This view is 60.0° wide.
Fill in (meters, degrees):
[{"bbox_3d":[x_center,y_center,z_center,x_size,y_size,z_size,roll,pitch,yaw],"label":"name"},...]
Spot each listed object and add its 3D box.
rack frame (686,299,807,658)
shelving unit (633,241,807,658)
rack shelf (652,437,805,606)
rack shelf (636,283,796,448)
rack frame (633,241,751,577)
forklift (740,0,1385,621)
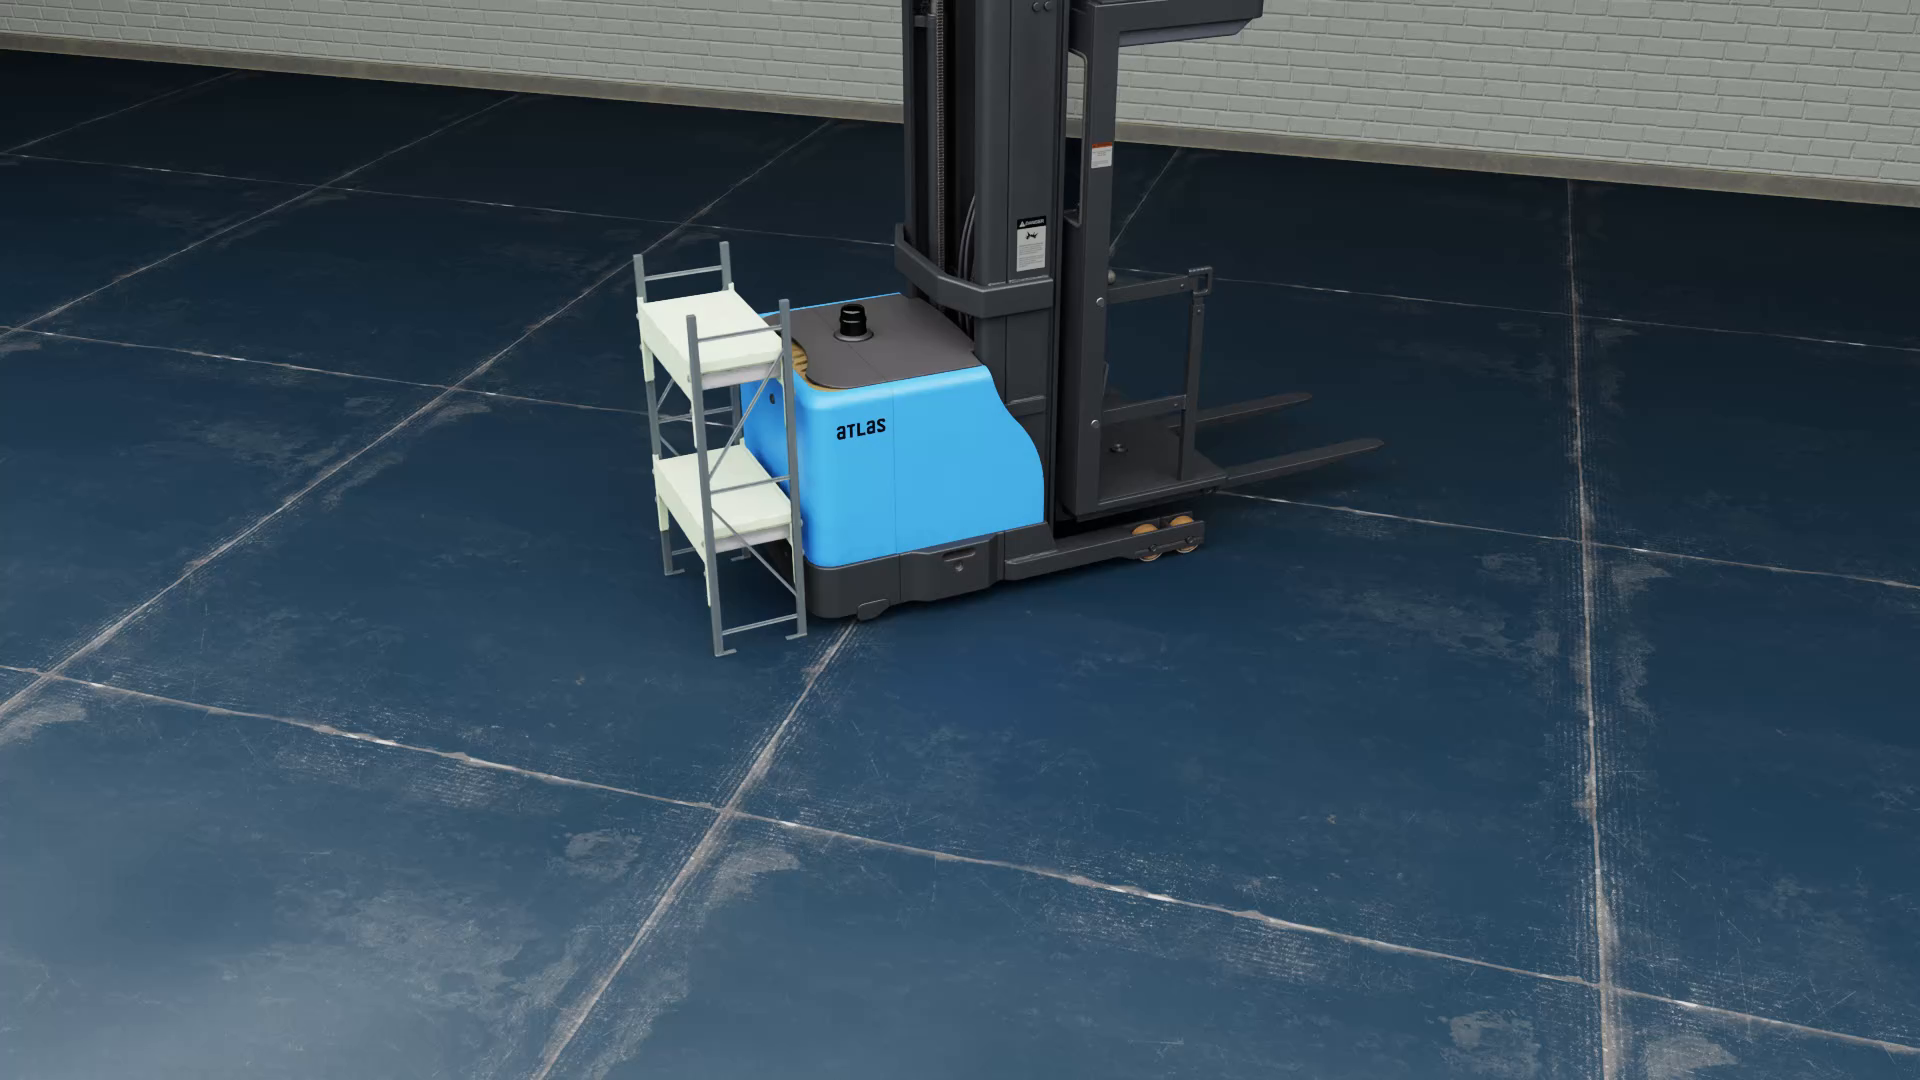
[{"bbox_3d":[-0.832,-0.214,6.592,0.400,1.500,0.023,-13,32,-22],"label":"rack frame"},{"bbox_3d":[-0.986,-0.376,6.882,0.431,1.500,0.755,-13,32,-22],"label":"shelving unit"},{"bbox_3d":[-0.986,-0.091,7.041,0.431,0.370,0.720,-13,32,-22],"label":"rack shelf"},{"bbox_3d":[-0.986,-0.717,6.693,0.431,0.370,0.720,-13,32,-22],"label":"rack shelf"},{"bbox_3d":[-1.141,-0.537,7.172,0.400,1.500,0.023,-13,32,-22],"label":"rack frame"},{"bbox_3d":[0.568,-1.405,7.260,3.031,2.935,1.130,-12,31,-21],"label":"forklift"}]
